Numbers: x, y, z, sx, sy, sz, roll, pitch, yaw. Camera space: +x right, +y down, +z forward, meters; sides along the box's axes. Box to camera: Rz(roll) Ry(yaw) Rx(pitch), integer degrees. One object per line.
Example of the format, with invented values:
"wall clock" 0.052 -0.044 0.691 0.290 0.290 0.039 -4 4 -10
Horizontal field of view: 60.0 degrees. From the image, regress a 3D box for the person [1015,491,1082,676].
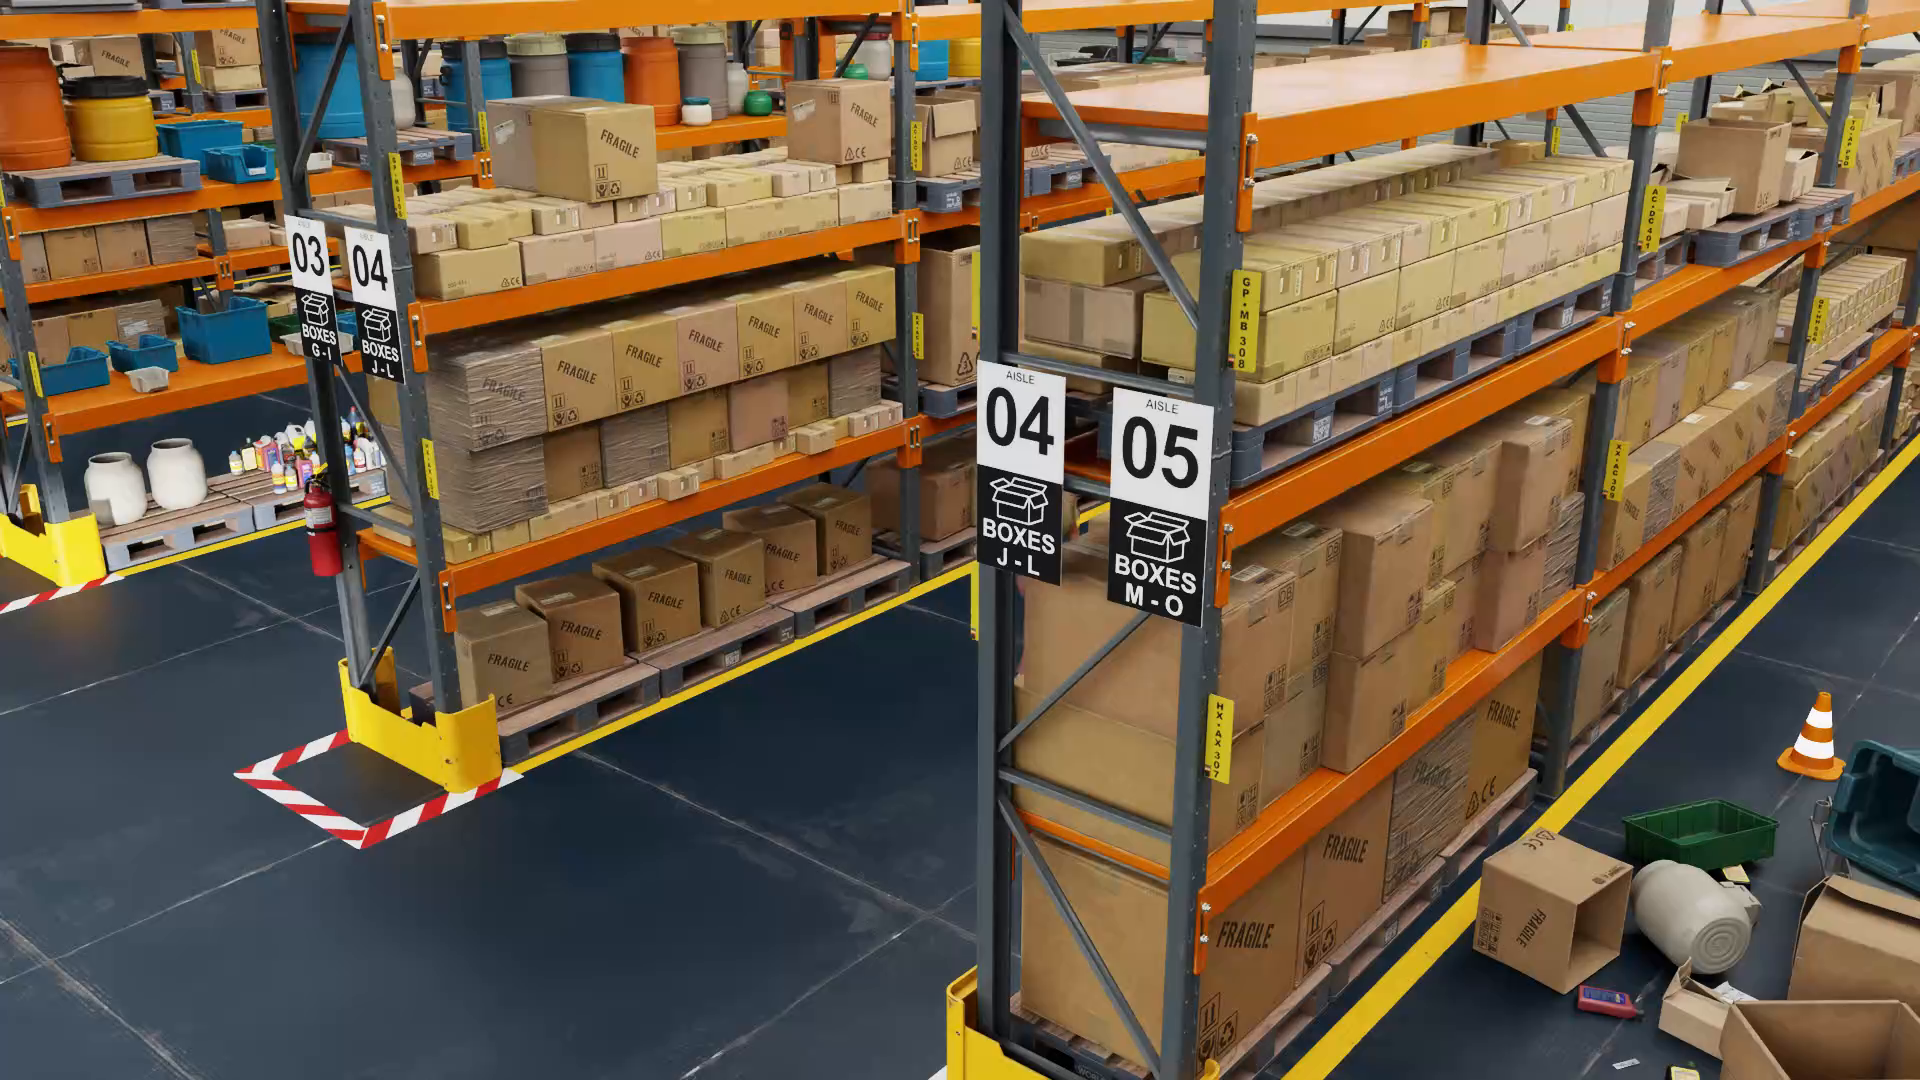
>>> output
"person" 0.597 0.203 10.742 0.510 1.537 0.494 16 26 37
